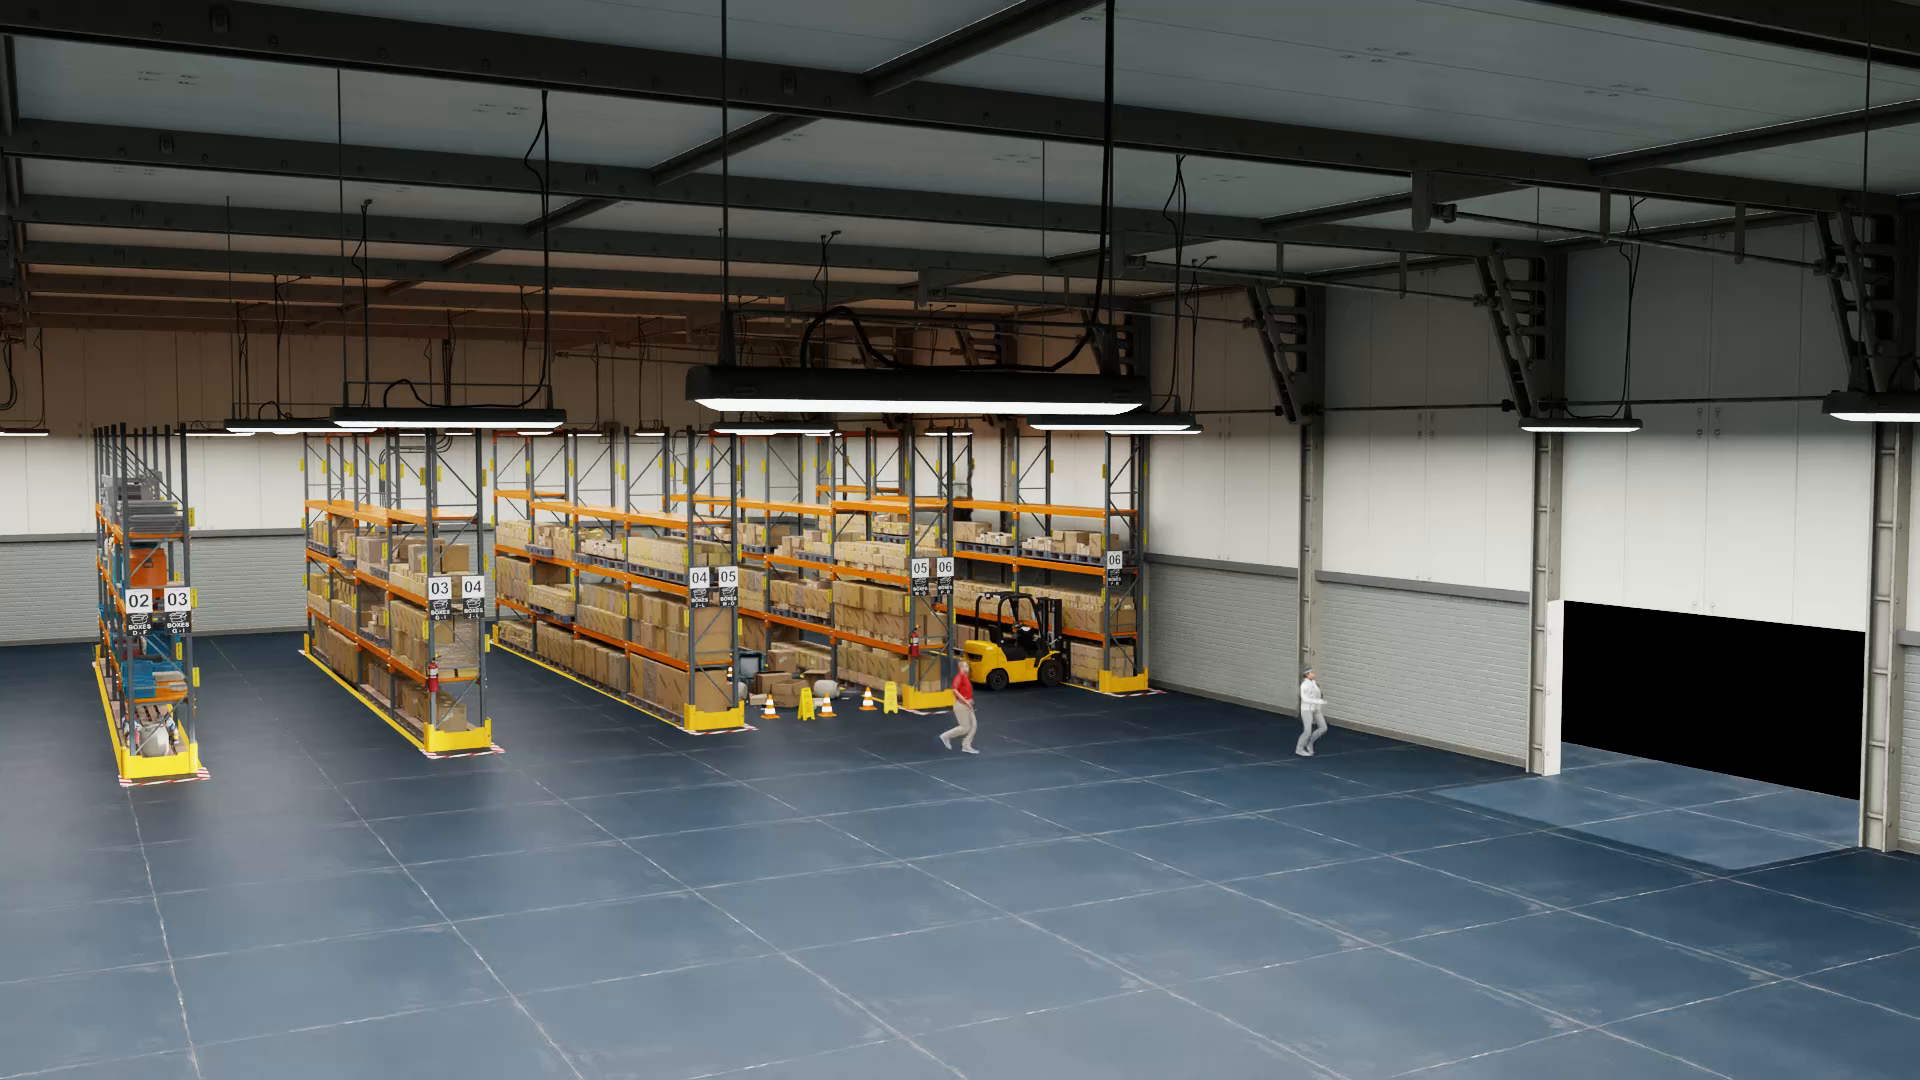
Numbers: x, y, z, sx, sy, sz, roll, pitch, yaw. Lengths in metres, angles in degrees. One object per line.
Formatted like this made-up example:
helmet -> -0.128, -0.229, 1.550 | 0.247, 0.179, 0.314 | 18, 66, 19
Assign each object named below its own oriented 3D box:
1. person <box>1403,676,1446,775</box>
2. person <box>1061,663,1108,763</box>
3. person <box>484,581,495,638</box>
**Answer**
person -> 8.004, 3.162, 28.549 | 0.729, 1.694, 0.643 | 3, 4, 38
person -> 2.202, 3.082, 29.600 | 0.854, 1.793, 0.630 | 1, 4, 15
person -> -13.465, 2.029, 47.544 | 0.546, 1.716, 0.618 | -3, 5, -44
